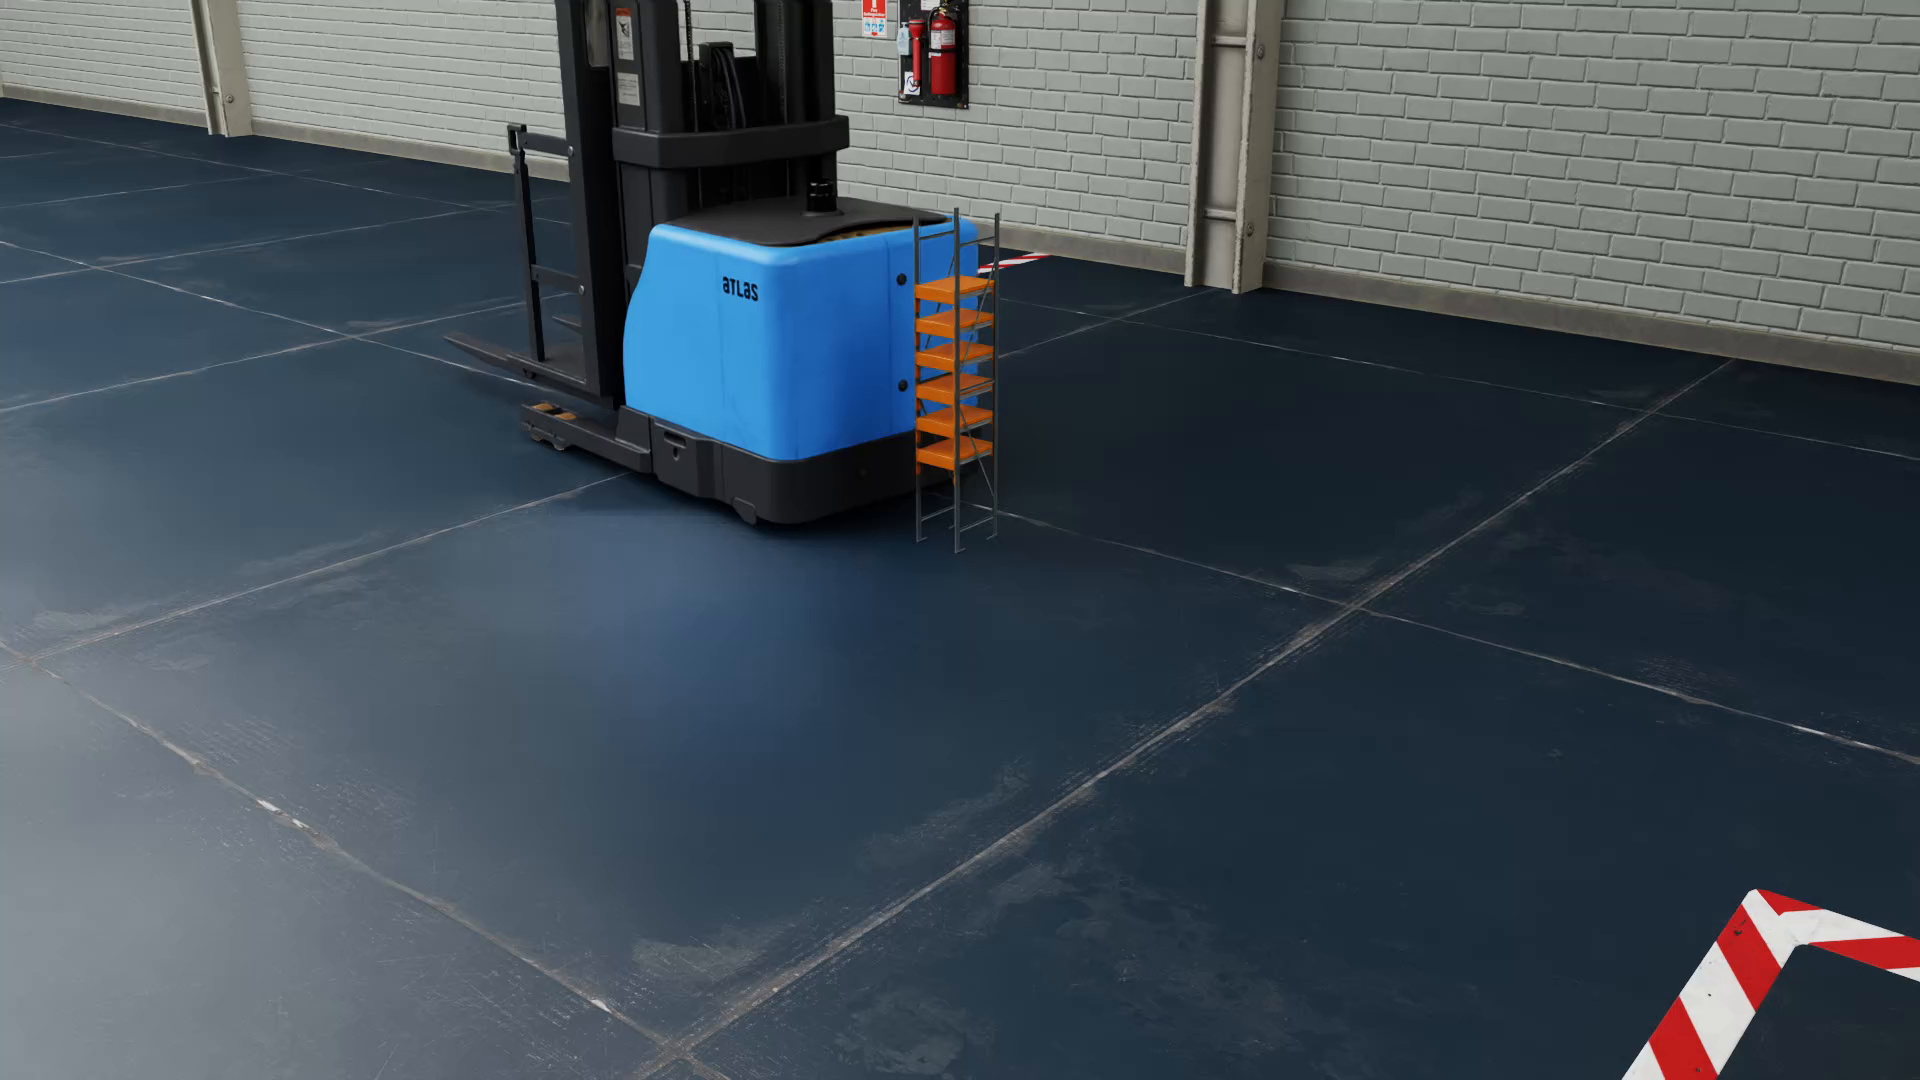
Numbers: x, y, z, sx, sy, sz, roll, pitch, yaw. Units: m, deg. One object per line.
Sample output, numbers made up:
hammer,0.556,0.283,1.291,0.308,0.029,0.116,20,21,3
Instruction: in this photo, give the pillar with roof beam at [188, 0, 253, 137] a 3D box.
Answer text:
pillar with roof beam,-10.371,-7.298,12.768,0.400,9.000,9.100,16,26,36

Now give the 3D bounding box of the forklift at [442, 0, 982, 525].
forklift,-1.286,-1.864,6.956,1.130,2.935,3.031,-18,27,-40

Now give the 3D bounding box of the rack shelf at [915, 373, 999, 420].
rack shelf,-0.011,-0.523,5.981,0.180,0.103,0.258,16,26,36

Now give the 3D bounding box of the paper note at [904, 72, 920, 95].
paper note,-0.336,-3.199,11.648,0.142,0.148,0.016,16,26,36

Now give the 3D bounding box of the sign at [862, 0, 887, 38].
sign,-0.606,-3.721,11.733,0.234,0.329,0.001,16,26,36

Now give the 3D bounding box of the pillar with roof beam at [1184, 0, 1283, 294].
pillar with roof beam,-1.074,-4.621,5.669,0.400,9.000,9.100,16,26,36

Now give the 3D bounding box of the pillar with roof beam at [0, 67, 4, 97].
pillar with roof beam,-15.019,-8.637,16.318,0.400,9.000,9.100,16,26,36

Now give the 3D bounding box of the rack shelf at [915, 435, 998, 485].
rack shelf,-0.011,-0.298,6.065,0.180,0.103,0.258,16,26,36

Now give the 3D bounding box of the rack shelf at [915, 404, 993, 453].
rack shelf,-0.011,-0.411,6.023,0.180,0.103,0.258,16,26,36

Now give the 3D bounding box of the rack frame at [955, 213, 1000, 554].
rack frame,0.060,-0.544,5.911,0.006,1.200,0.240,16,26,36

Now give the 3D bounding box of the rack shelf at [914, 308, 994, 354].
rack shelf,-0.011,-0.748,5.896,0.180,0.103,0.258,16,26,36

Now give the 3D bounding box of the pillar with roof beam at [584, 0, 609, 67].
pillar with roof beam,-5.723,-5.960,9.218,0.400,9.000,9.100,16,26,36

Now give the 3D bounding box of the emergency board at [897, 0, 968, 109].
emergency board,-0.243,-3.552,11.337,0.643,1.169,0.194,16,26,36

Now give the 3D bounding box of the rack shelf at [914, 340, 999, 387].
rack shelf,-0.011,-0.635,5.938,0.180,0.103,0.258,16,26,36

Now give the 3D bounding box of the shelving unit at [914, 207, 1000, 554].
shelving unit,-0.011,-0.565,5.965,0.189,1.200,0.258,16,26,36

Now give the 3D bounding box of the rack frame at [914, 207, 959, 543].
rack frame,-0.082,-0.585,6.019,0.006,1.200,0.240,16,26,36

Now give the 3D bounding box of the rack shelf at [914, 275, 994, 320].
rack shelf,-0.011,-0.860,5.854,0.180,0.103,0.258,16,26,36
